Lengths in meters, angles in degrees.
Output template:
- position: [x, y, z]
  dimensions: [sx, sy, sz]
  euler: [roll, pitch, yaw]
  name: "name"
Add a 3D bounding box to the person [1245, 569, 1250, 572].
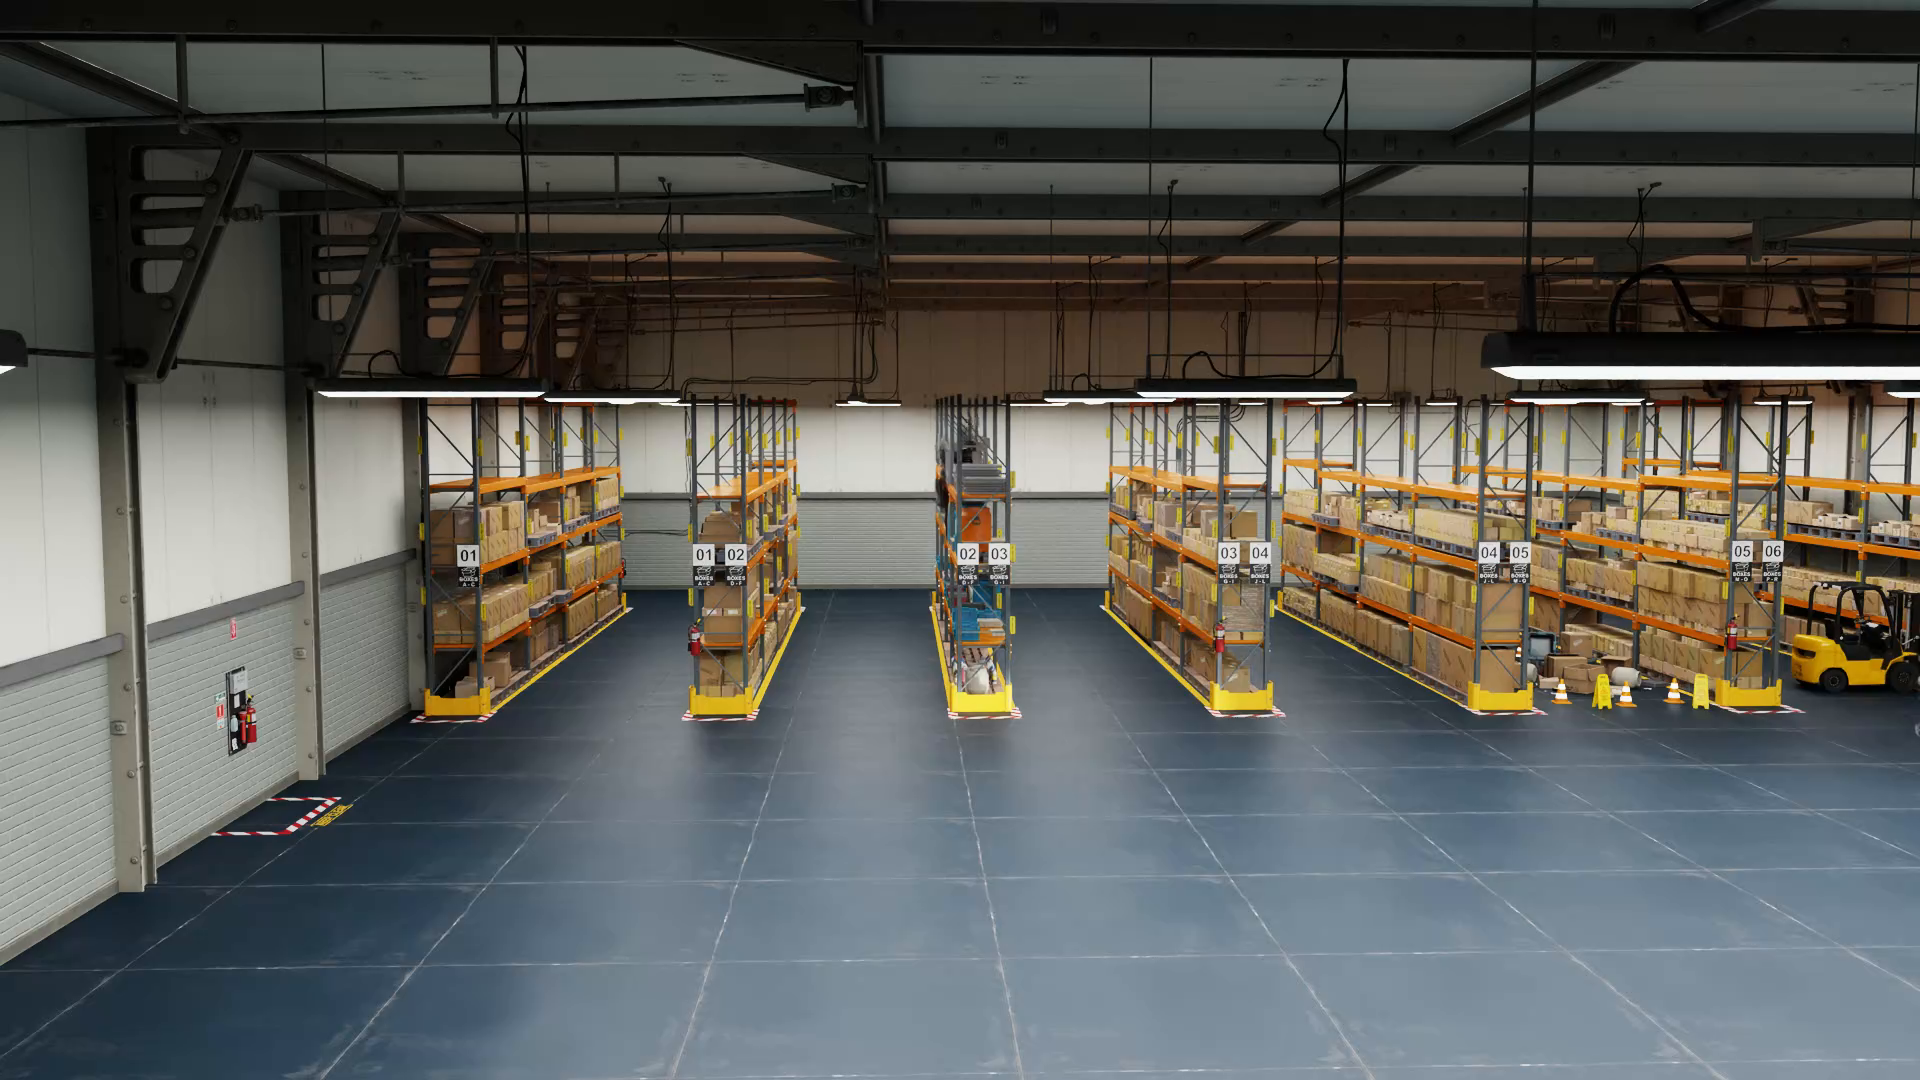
- position: [7.996, 1.282, 45.306]
  dimensions: [0.685, 1.724, 0.600]
  euler: [0, 4, 0]
  name: "person"
